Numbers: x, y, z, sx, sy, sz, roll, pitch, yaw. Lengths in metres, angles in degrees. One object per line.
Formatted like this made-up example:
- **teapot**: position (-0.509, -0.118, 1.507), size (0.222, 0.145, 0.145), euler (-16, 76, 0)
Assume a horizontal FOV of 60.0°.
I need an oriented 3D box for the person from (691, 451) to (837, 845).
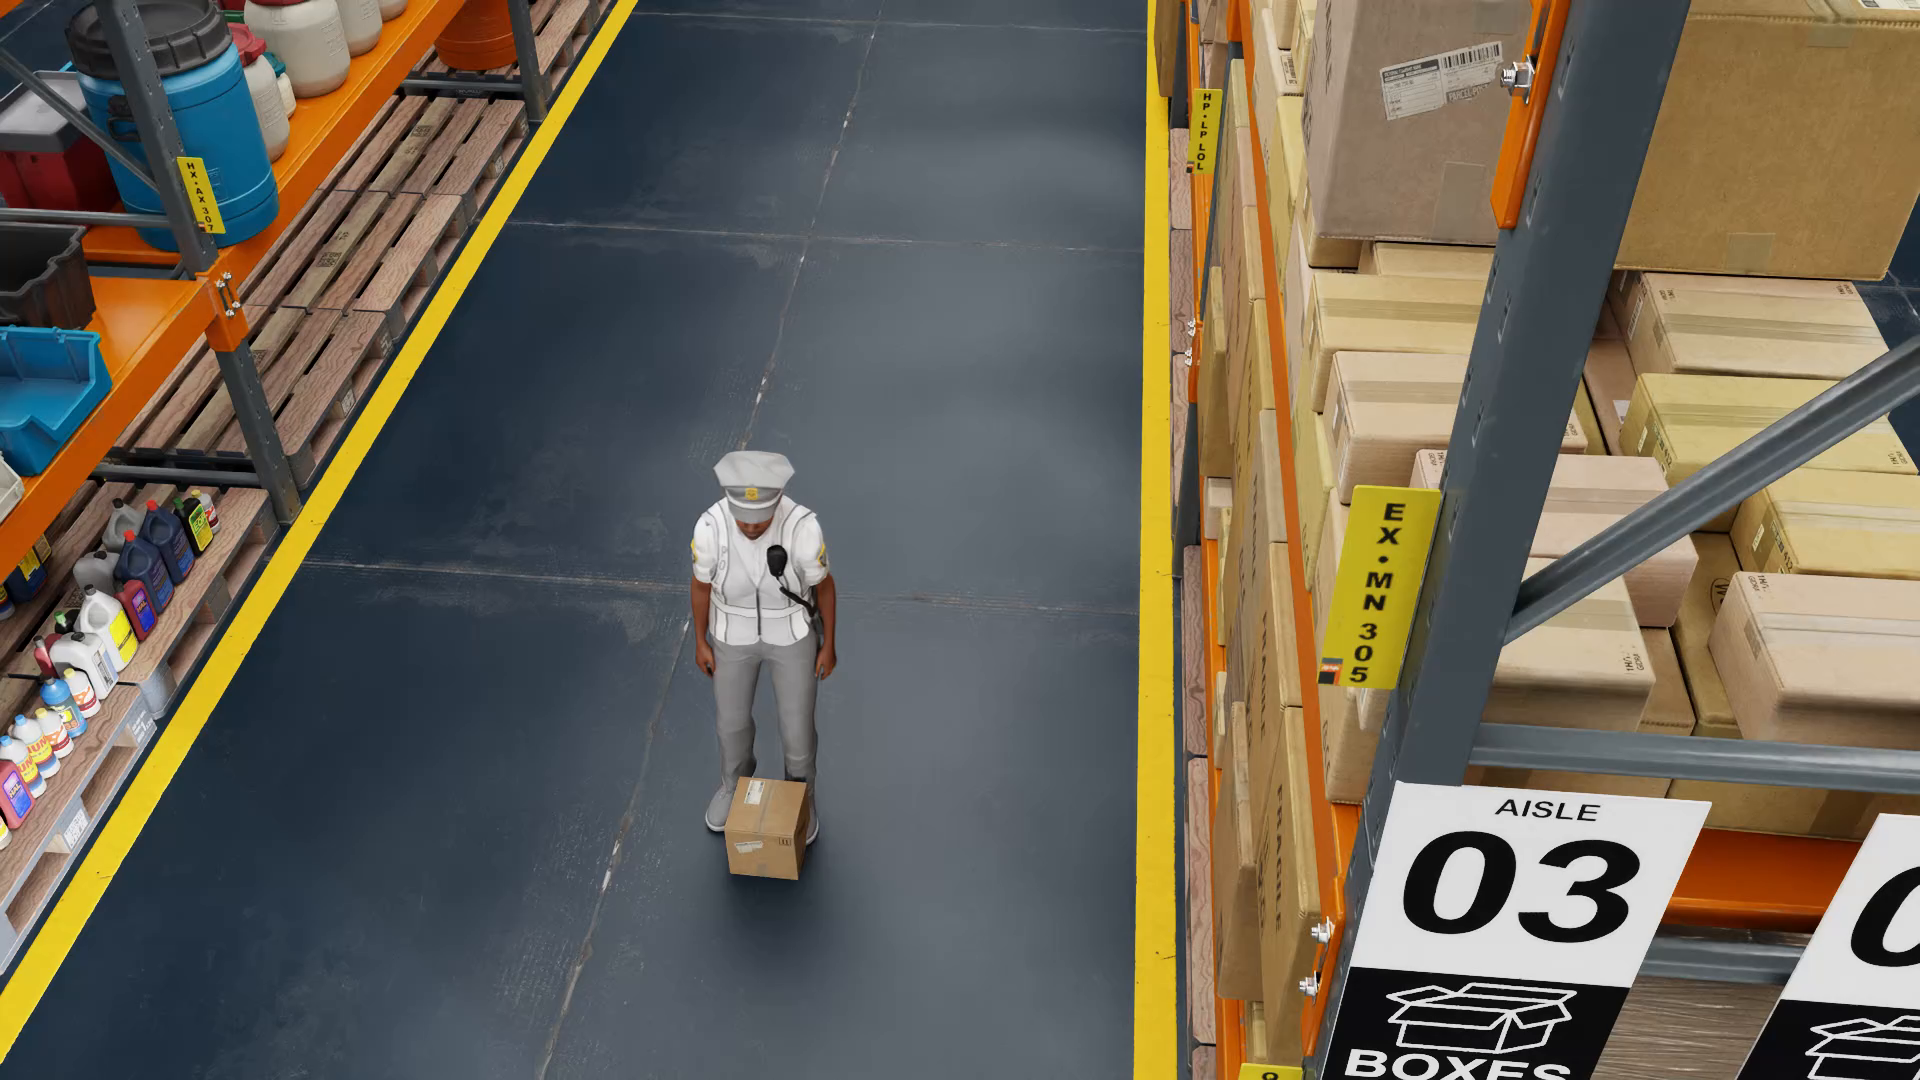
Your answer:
- **person**: position (-0.684, 0.364, 5.731), size (0.524, 1.655, 0.427), euler (1, 40, 1)
